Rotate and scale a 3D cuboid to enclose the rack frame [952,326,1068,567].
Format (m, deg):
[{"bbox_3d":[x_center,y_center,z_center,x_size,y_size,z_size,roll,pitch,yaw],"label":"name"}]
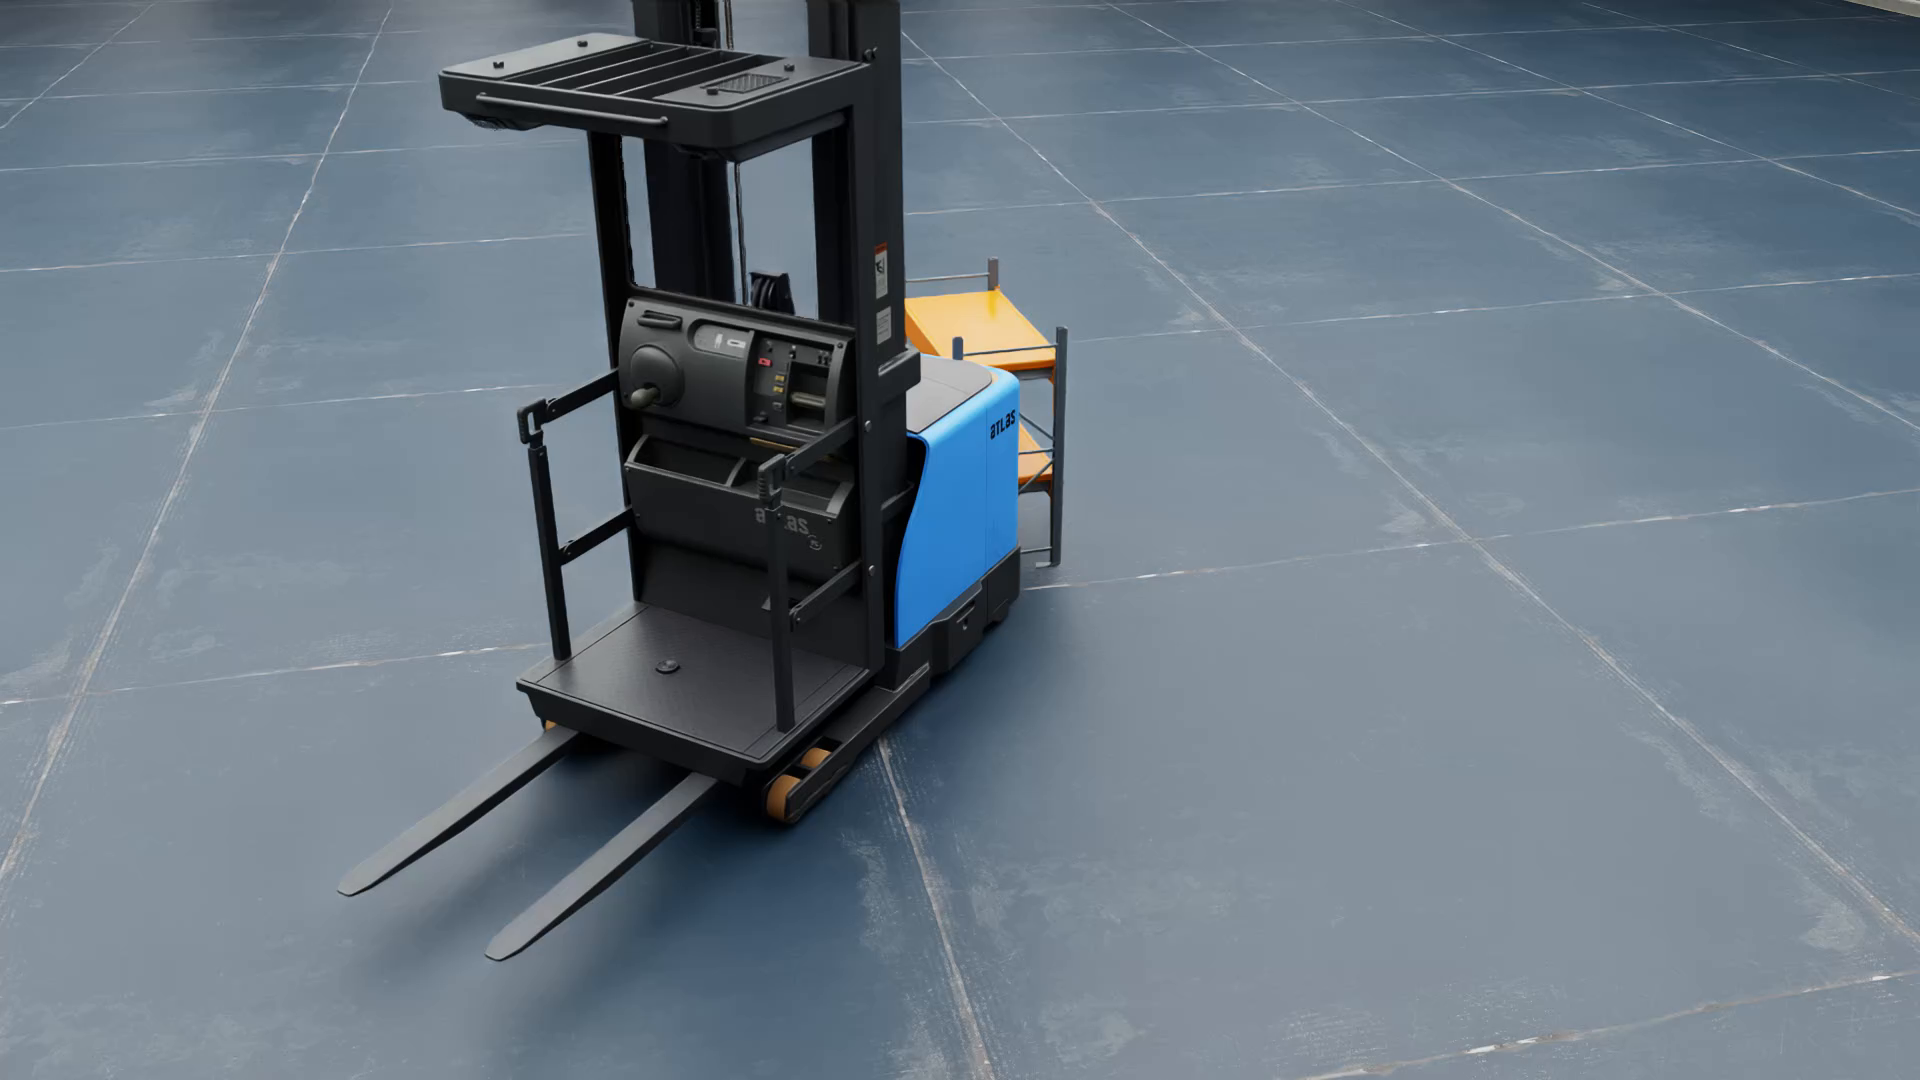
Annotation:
[{"bbox_3d":[0.211,-0.368,7.231,0.500,1.125,0.032,-7,28,-14],"label":"rack frame"}]

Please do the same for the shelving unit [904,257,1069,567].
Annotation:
[{"bbox_3d":[0.074,-0.589,7.668,0.538,1.125,1.048,-7,28,-14],"label":"shelving unit"}]

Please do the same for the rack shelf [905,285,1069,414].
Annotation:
[{"bbox_3d":[0.074,-0.850,7.536,0.538,0.278,1.000,-7,28,-14],"label":"rack shelf"}]

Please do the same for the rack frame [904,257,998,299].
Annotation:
[{"bbox_3d":[-0.062,-0.809,8.105,0.500,1.125,0.032,-7,28,-14],"label":"rack frame"}]

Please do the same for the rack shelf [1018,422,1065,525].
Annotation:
[{"bbox_3d":[0.074,-0.370,7.778,0.538,0.278,1.000,-7,28,-14],"label":"rack shelf"}]

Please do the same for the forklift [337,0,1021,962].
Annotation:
[{"bbox_3d":[-0.898,-0.555,5.597,1.130,2.935,3.031,14,30,26],"label":"forklift"}]
